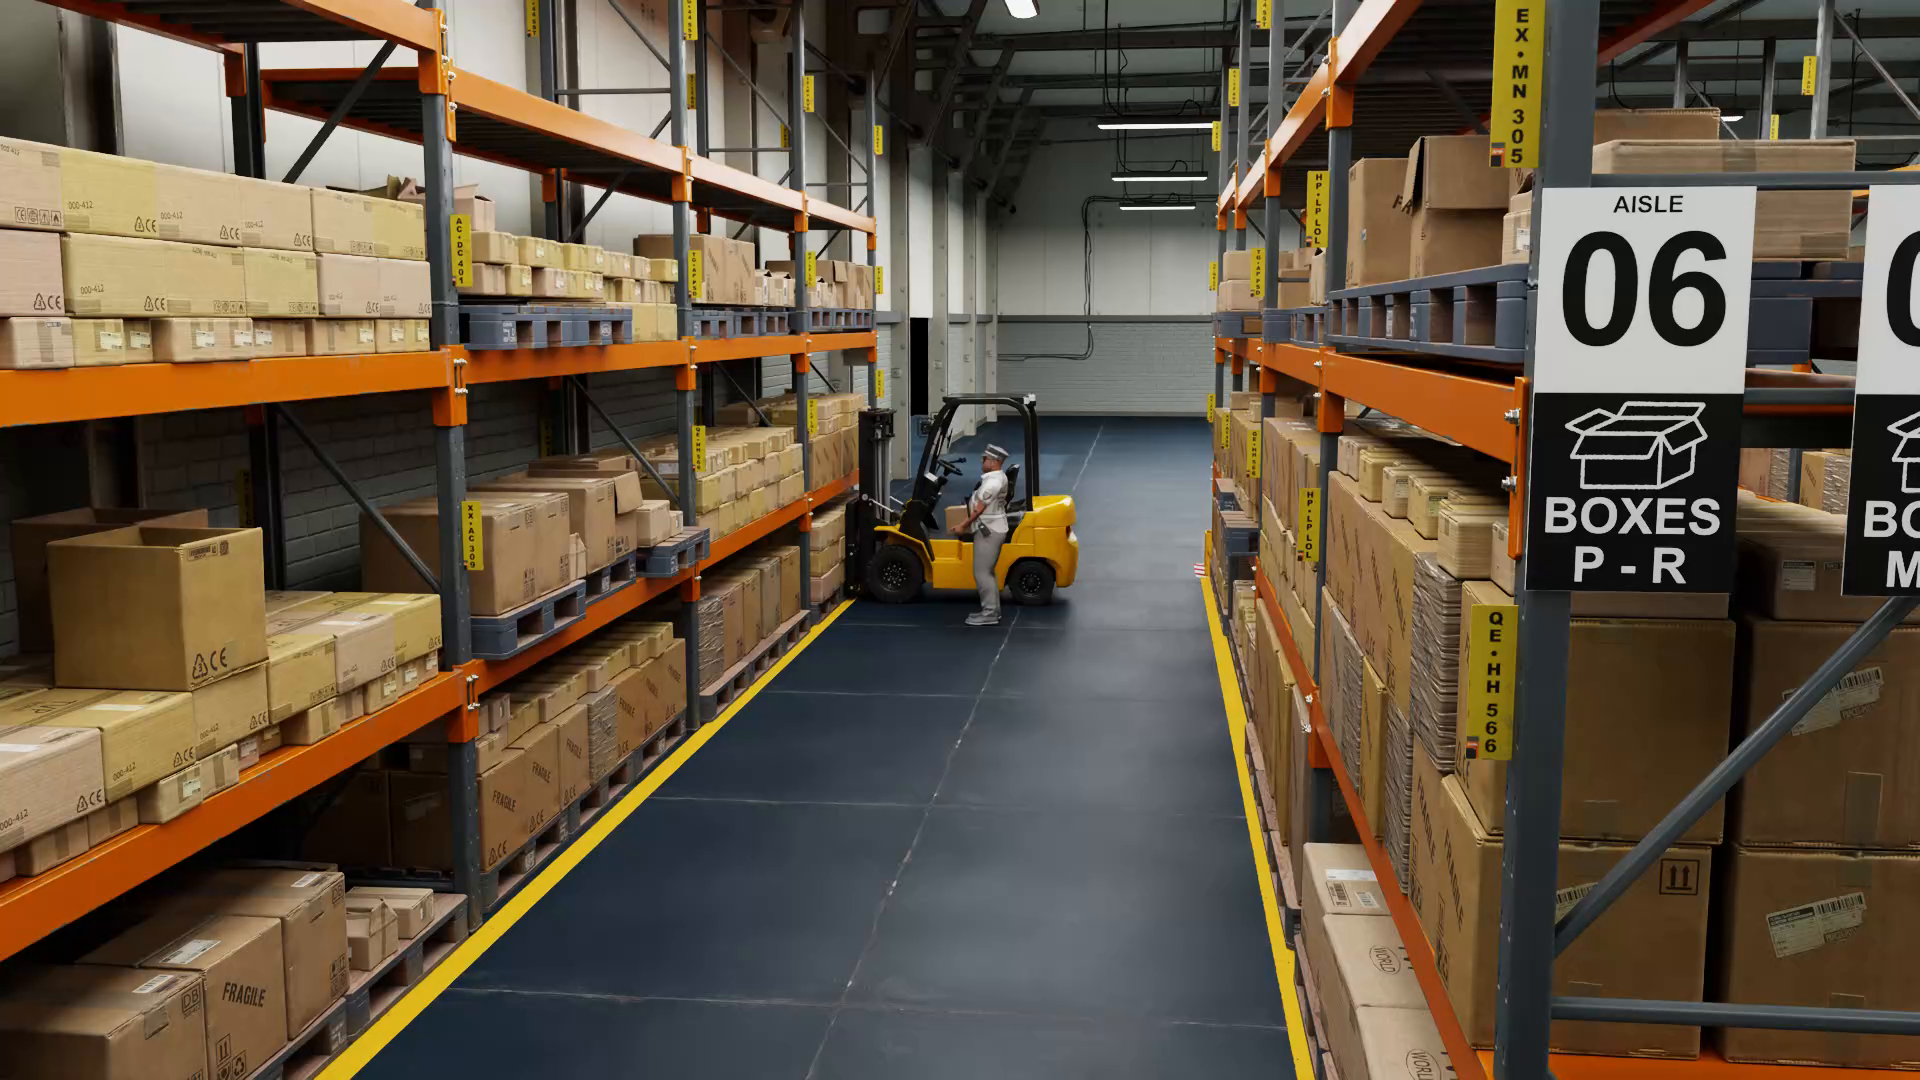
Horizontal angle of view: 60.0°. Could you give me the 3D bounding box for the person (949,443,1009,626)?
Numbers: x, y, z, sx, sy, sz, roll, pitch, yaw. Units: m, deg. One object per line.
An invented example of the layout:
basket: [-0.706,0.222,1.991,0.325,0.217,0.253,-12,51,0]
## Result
person: [0.193,-0.063,16.186,0.573,1.762,0.493,1,8,7]
